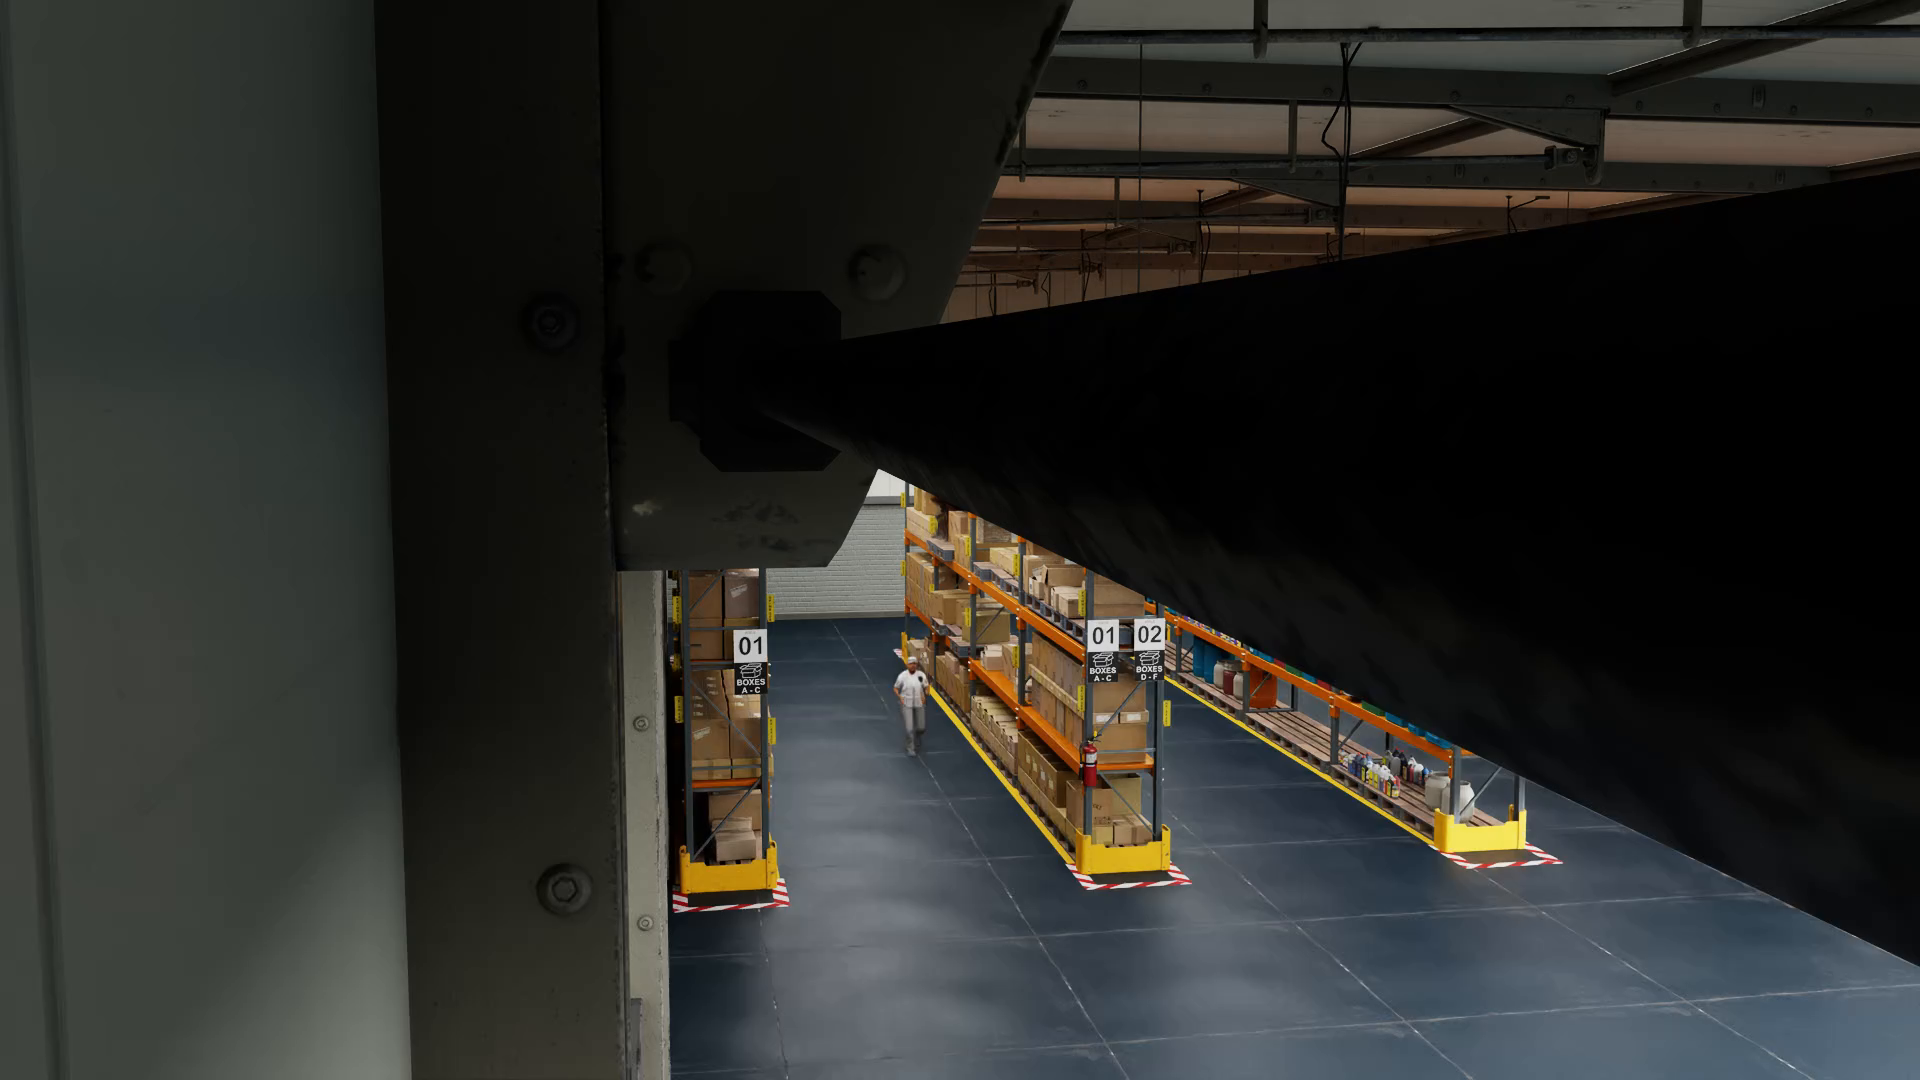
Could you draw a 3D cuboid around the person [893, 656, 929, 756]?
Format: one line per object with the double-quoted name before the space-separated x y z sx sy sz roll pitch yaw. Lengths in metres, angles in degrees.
"person" -0.787 2.705 27.233 0.605 1.615 0.558 -1 6 -10
